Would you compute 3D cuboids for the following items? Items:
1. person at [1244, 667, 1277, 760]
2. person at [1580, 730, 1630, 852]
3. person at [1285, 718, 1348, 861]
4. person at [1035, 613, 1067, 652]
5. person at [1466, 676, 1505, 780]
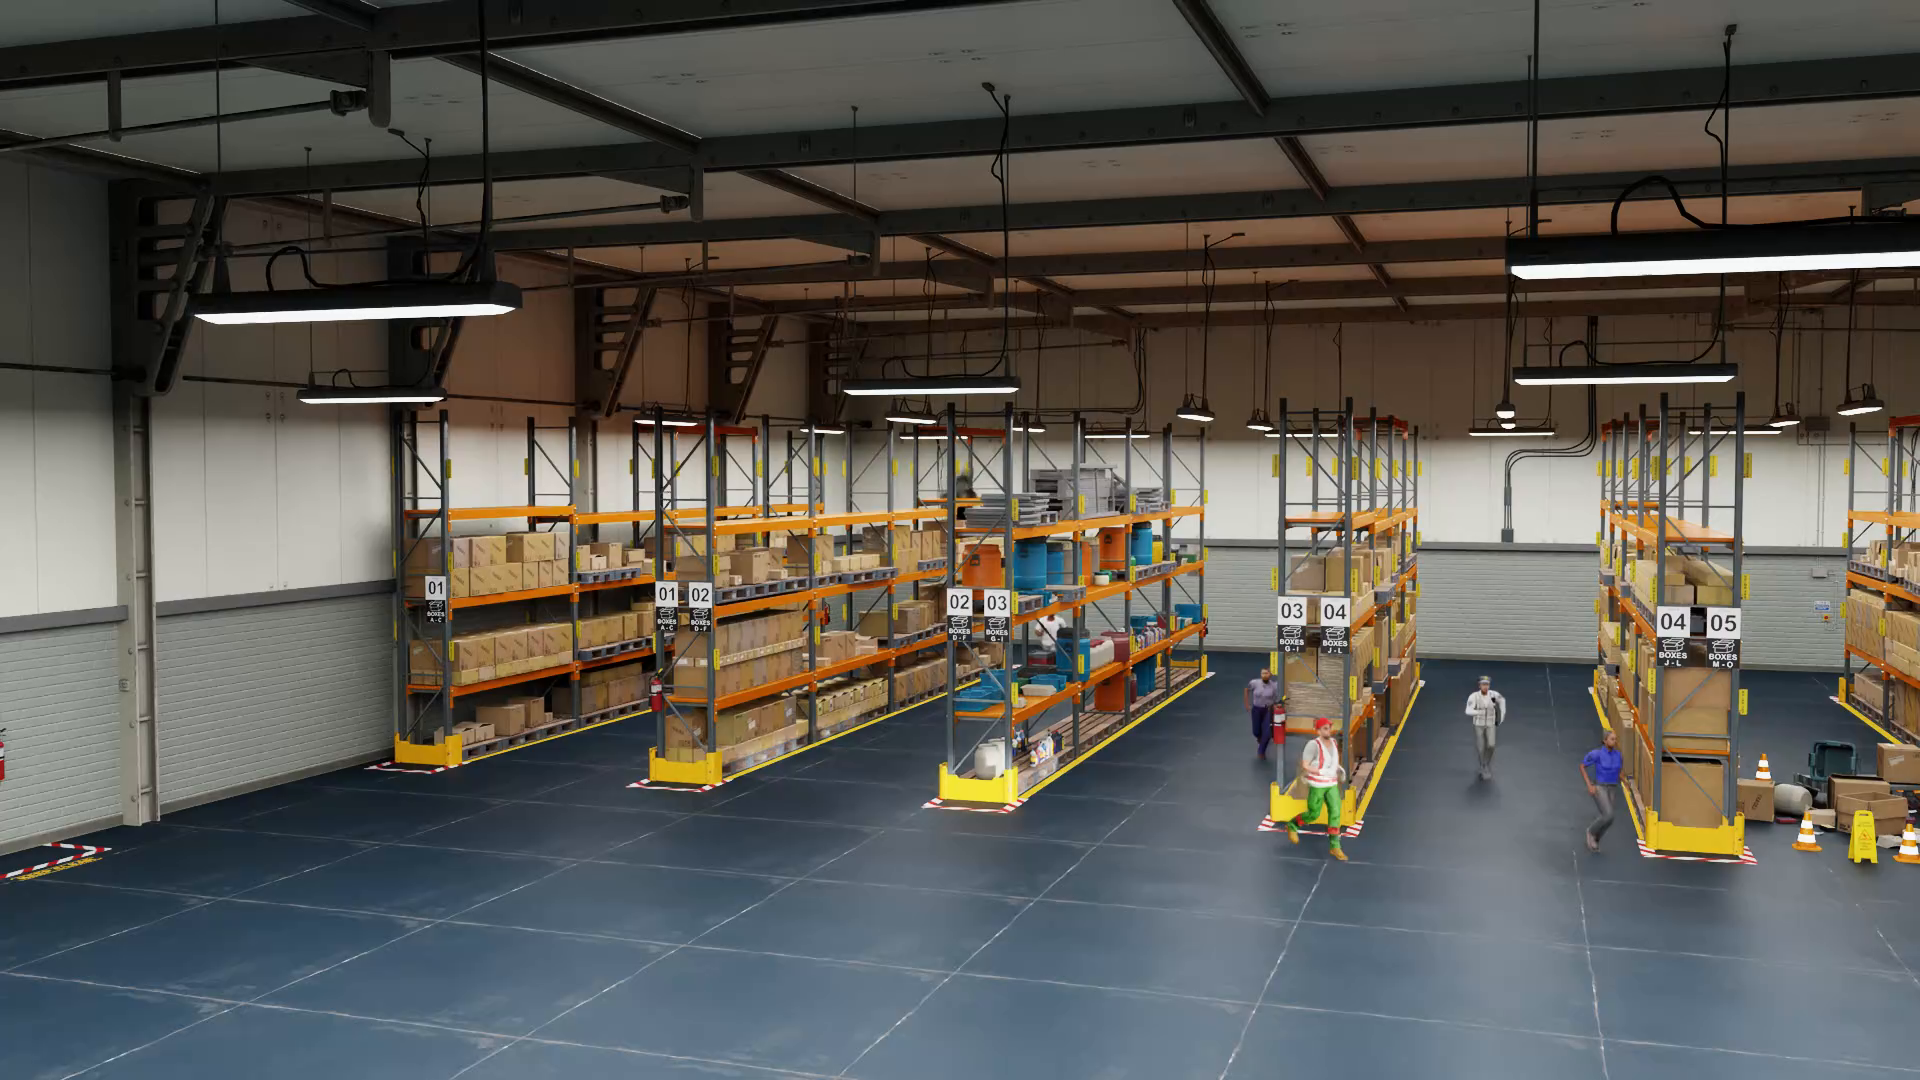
[{"bbox_3d":[5.235,2.993,28.735,0.644,1.605,0.646,1,3,13],"label":"person"},{"bbox_3d":[8.417,3.279,21.625,0.542,1.608,0.604,-1,3,-20],"label":"person"},{"bbox_3d":[4.675,3.183,21.560,0.669,1.790,0.987,-1,3,-28],"label":"person"},{"bbox_3d":[1.997,2.304,36.645,0.715,1.765,0.766,1,2,12],"label":"person"},{"bbox_3d":[8.471,3.009,26.799,0.641,1.683,0.792,0,2,11],"label":"person"}]
